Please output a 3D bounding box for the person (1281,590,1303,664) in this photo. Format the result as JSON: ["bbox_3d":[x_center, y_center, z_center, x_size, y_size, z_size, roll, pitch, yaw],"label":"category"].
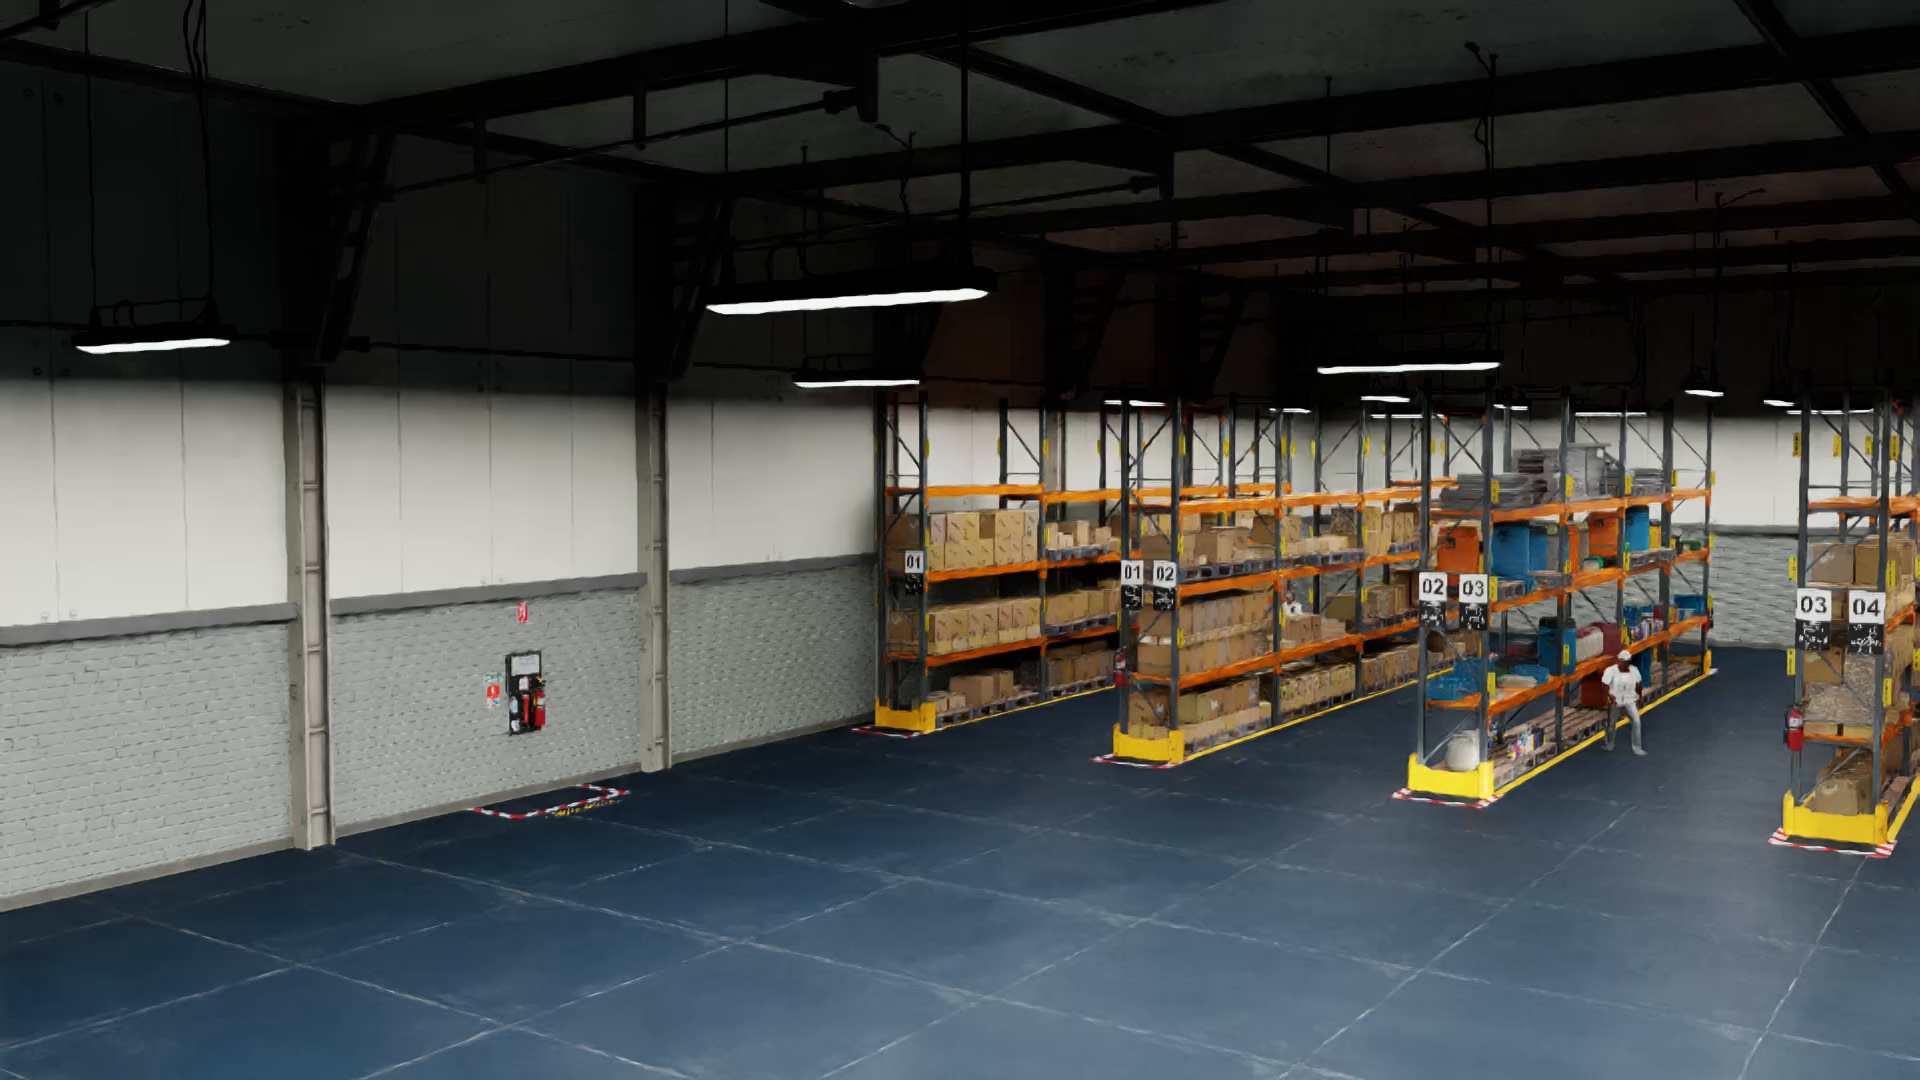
[{"bbox_3d":[7.668,2.008,38.451,0.556,1.712,1.040,2,4,33],"label":"person"}]

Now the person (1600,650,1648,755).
[{"bbox_3d":[10.828,2.633,27.191,0.705,1.697,0.801,1,3,12],"label":"person"}]

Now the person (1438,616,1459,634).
[{"bbox_3d":[12.918,1.773,43.968,0.594,1.591,0.435,-1,3,-11],"label":"person"}]
